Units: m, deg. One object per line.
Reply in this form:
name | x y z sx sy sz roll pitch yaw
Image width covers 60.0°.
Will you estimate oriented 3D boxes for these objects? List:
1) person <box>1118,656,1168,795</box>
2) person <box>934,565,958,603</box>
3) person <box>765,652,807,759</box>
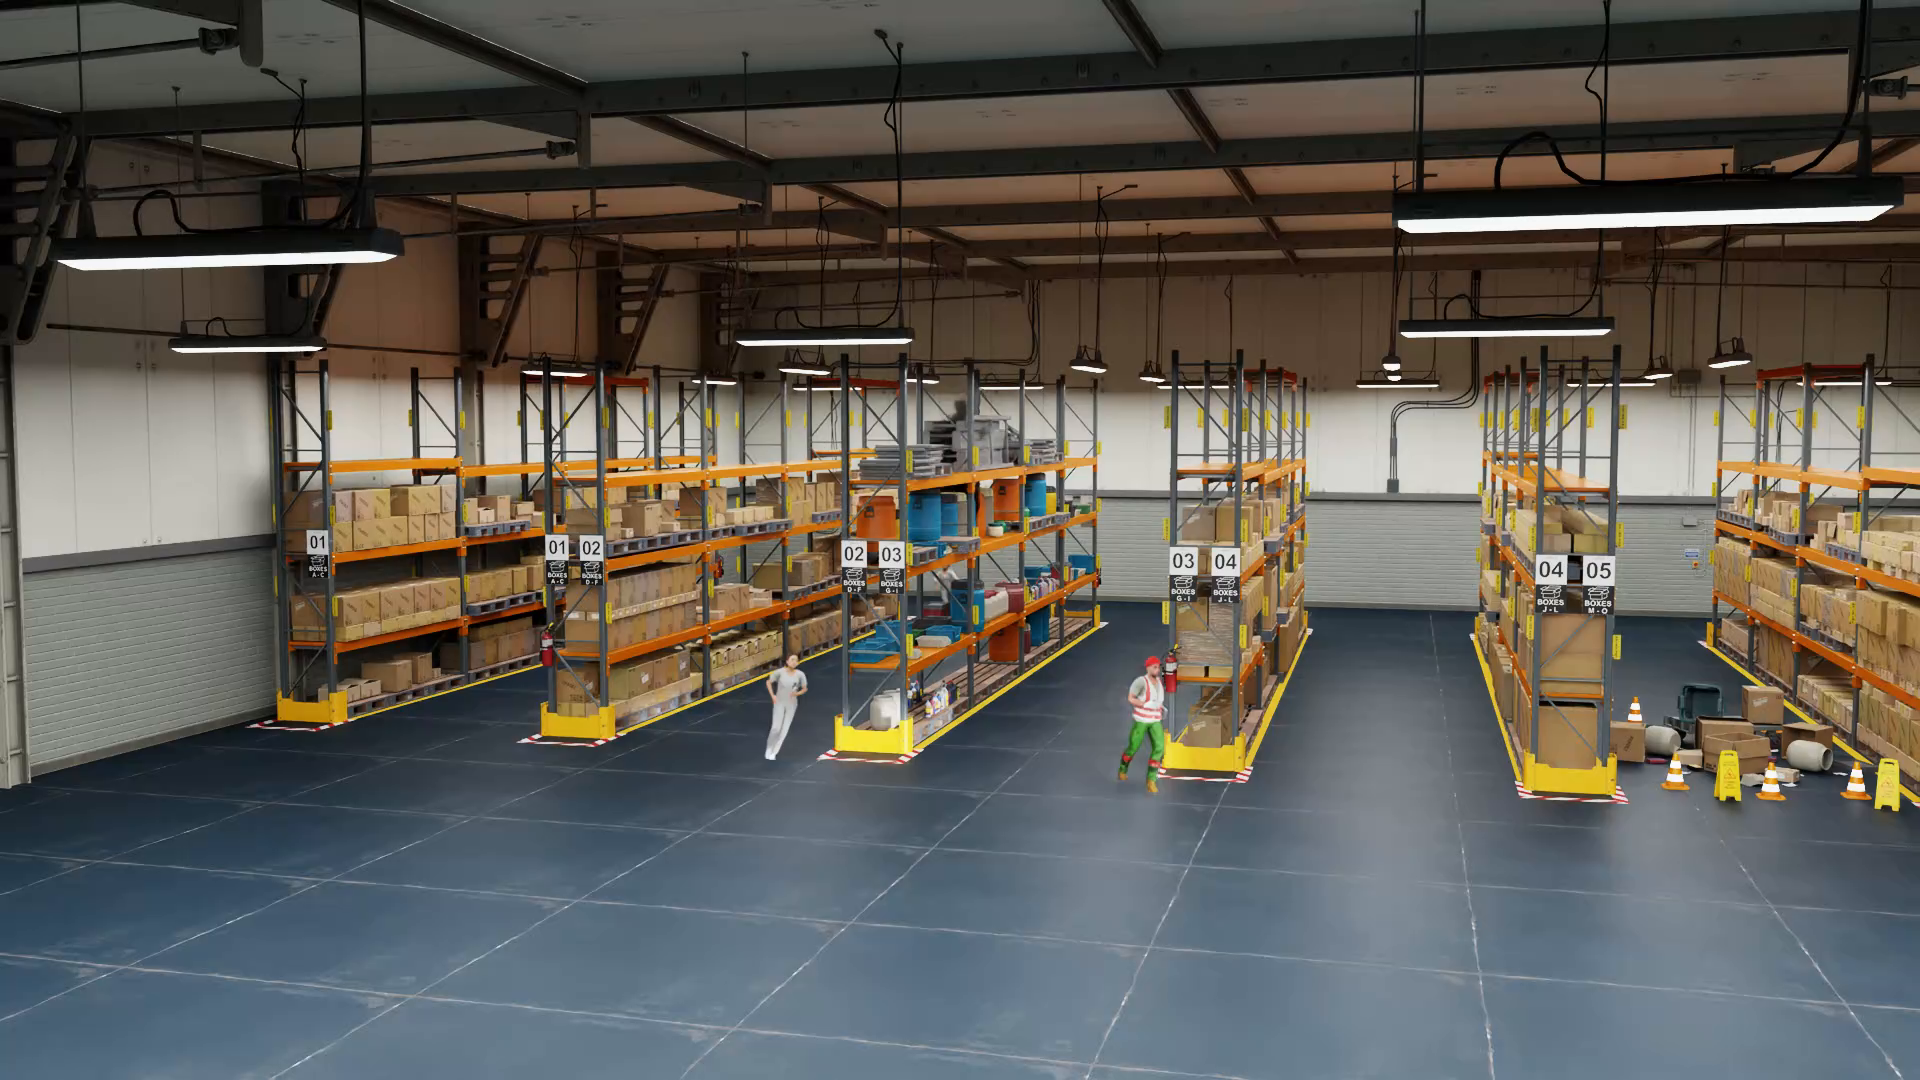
person | 2.549 2.485 22.663 0.694 1.817 0.863 -2 5 -28
person | -0.340 1.287 40.786 0.592 1.603 0.675 0 4 0
person | -2.553 2.437 24.453 0.628 1.593 0.564 -1 4 -14
